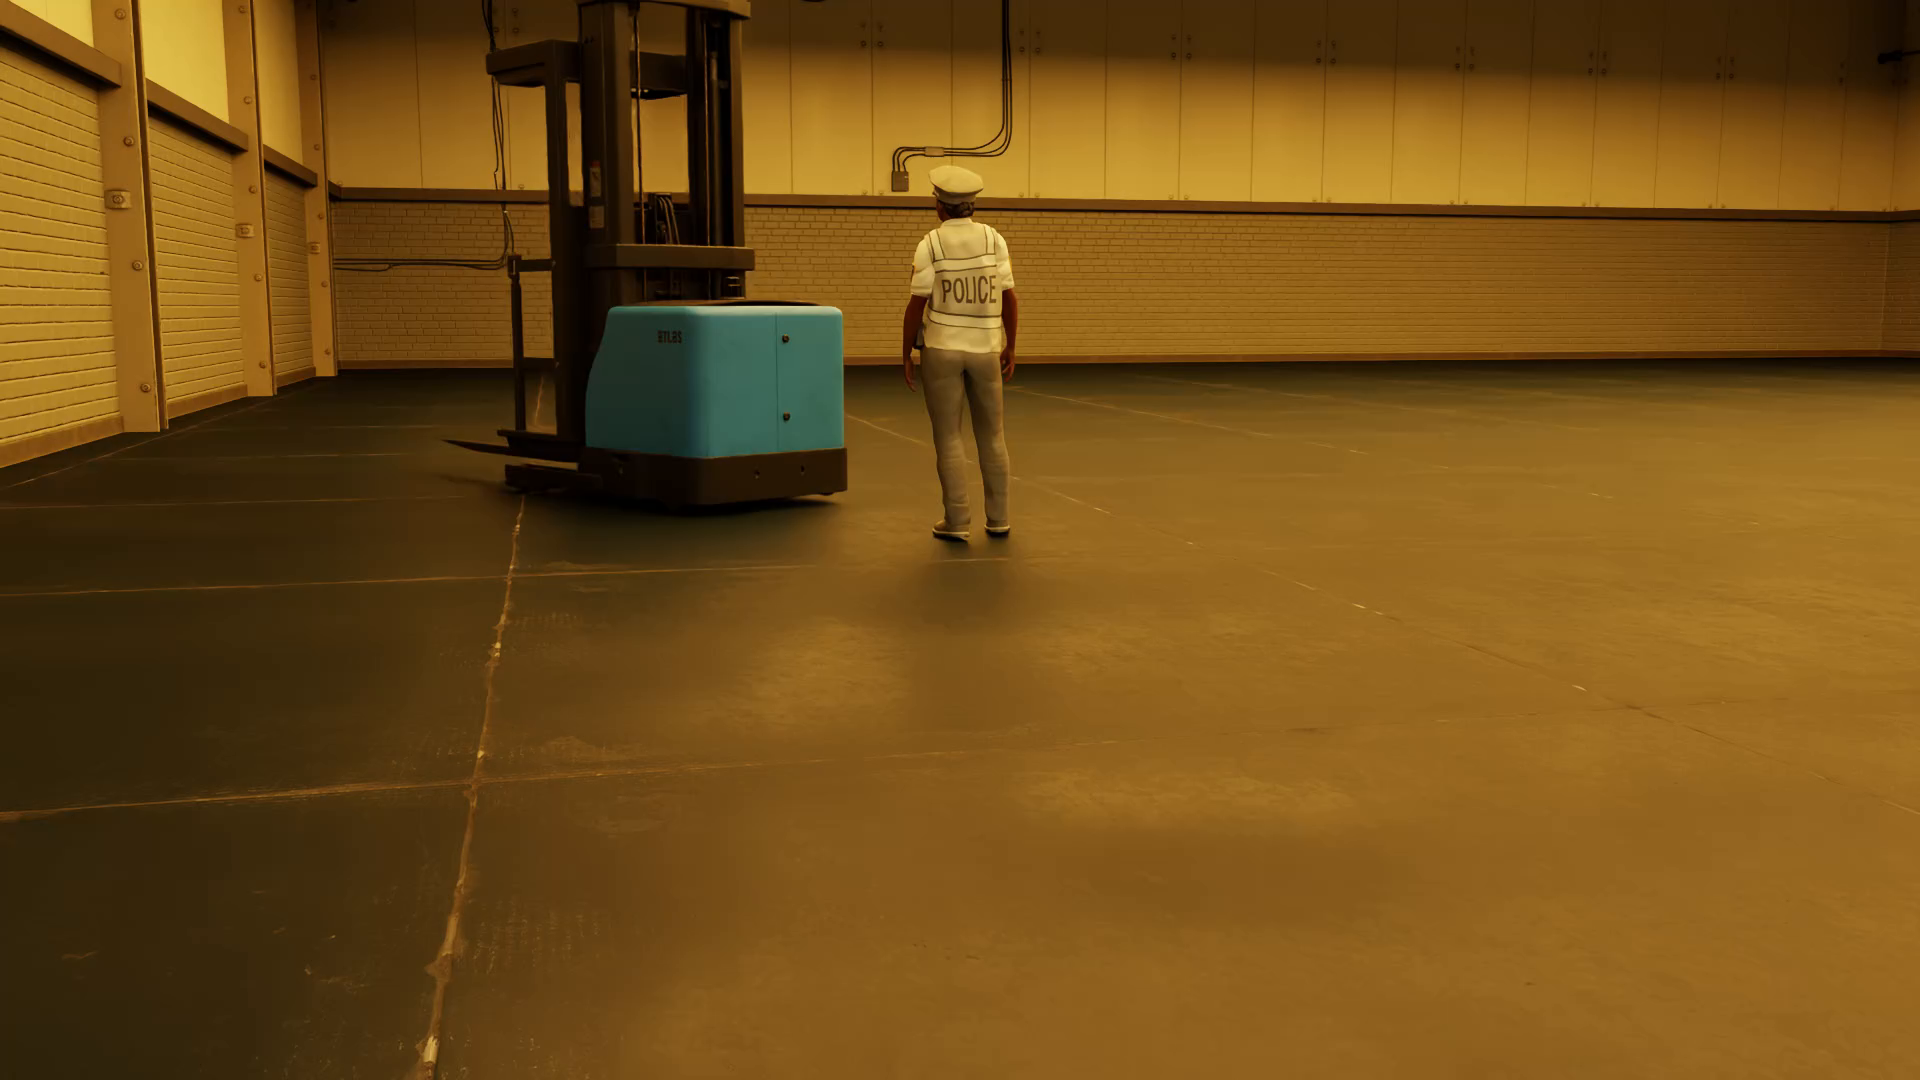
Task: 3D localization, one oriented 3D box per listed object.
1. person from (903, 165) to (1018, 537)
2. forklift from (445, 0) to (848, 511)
[{"bbox_3d":[0.002,-0.857,7.665,0.570,1.695,0.530,-2,8,-13],"label":"person"},{"bbox_3d":[-2.007,-1.752,9.652,1.130,2.935,3.031,-8,11,-44],"label":"forklift"}]
